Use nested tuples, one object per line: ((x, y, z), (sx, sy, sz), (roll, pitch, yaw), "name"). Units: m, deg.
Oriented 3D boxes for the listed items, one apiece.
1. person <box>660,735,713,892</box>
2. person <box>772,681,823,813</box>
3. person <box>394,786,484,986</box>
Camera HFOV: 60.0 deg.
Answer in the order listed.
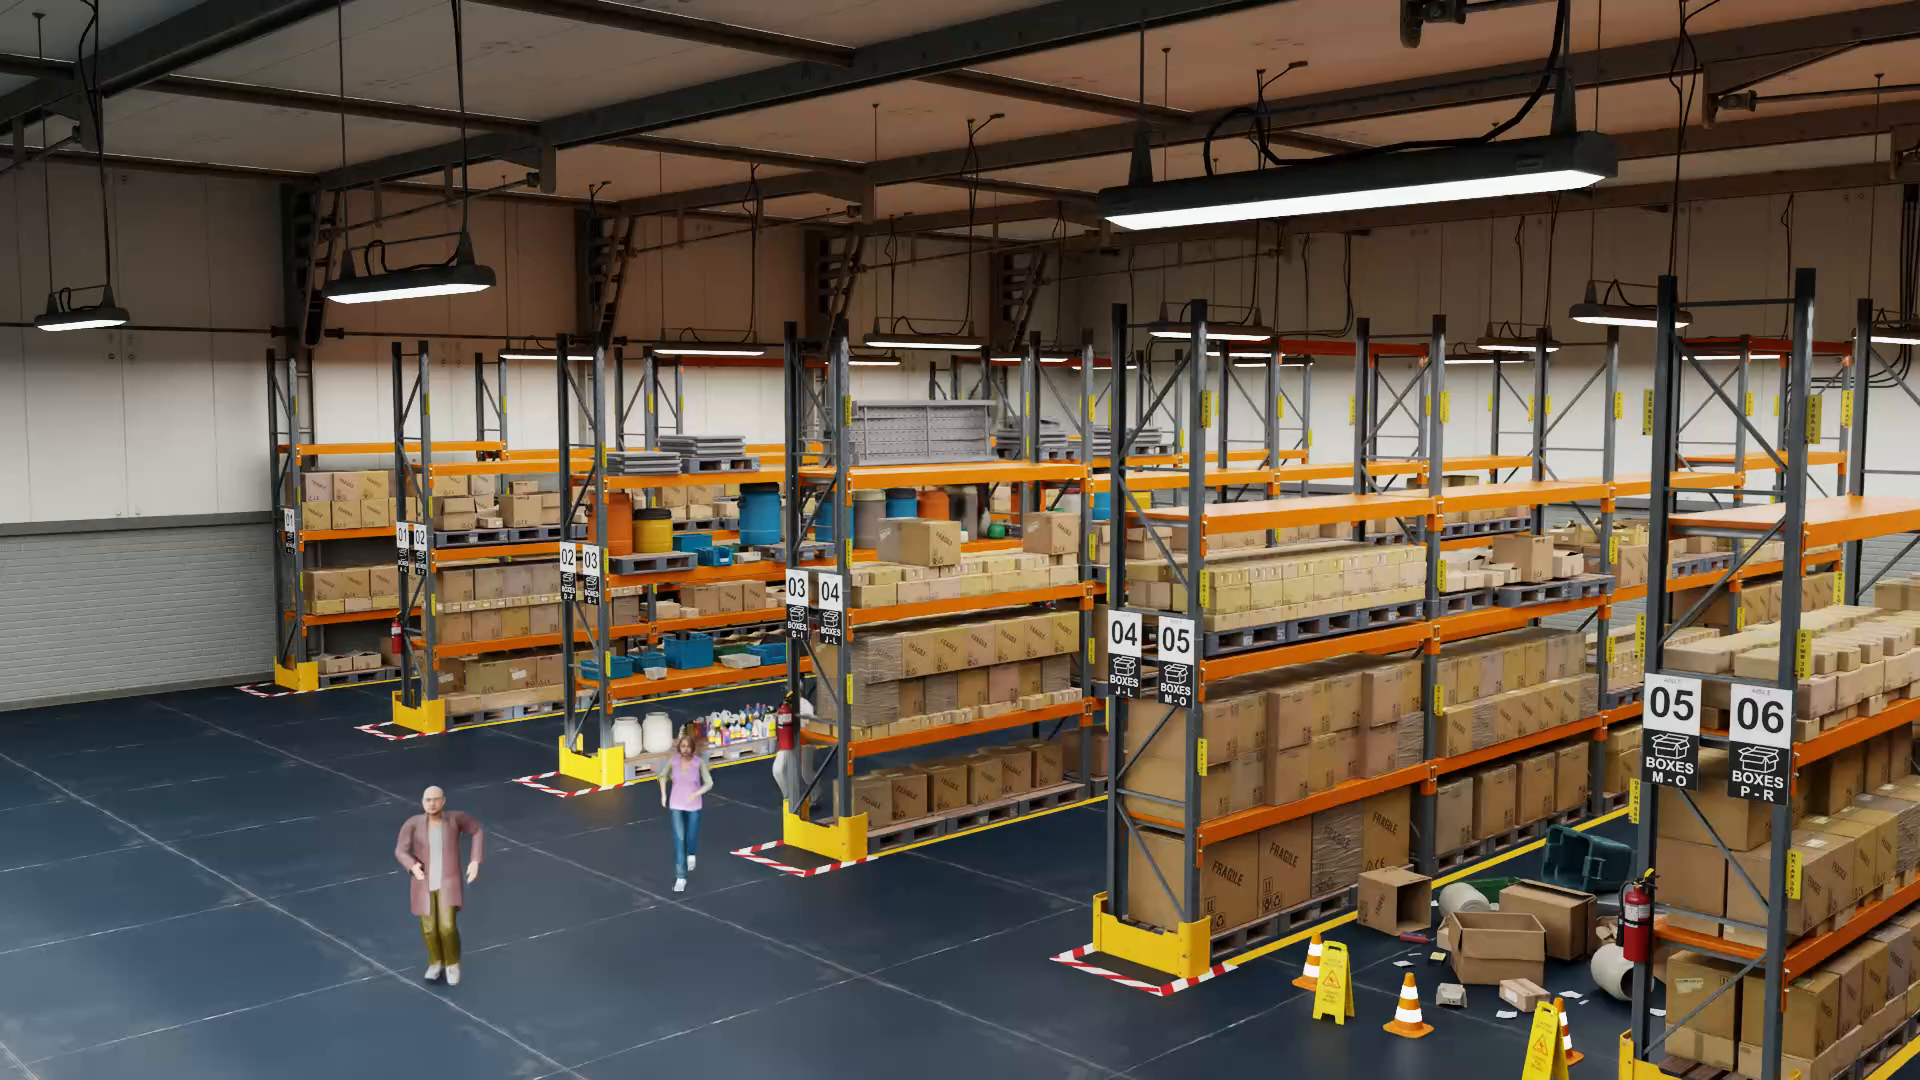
((-2.903, 2.849, 17.635), (0.558, 1.593, 0.795), (-1, 5, -8), "person")
((-2.019, 2.568, 20.650), (0.566, 1.705, 0.783), (4, 6, 38), "person")
((-4.557, 3.041, 14.548), (0.732, 1.798, 0.744), (-1, 5, -11), "person")
